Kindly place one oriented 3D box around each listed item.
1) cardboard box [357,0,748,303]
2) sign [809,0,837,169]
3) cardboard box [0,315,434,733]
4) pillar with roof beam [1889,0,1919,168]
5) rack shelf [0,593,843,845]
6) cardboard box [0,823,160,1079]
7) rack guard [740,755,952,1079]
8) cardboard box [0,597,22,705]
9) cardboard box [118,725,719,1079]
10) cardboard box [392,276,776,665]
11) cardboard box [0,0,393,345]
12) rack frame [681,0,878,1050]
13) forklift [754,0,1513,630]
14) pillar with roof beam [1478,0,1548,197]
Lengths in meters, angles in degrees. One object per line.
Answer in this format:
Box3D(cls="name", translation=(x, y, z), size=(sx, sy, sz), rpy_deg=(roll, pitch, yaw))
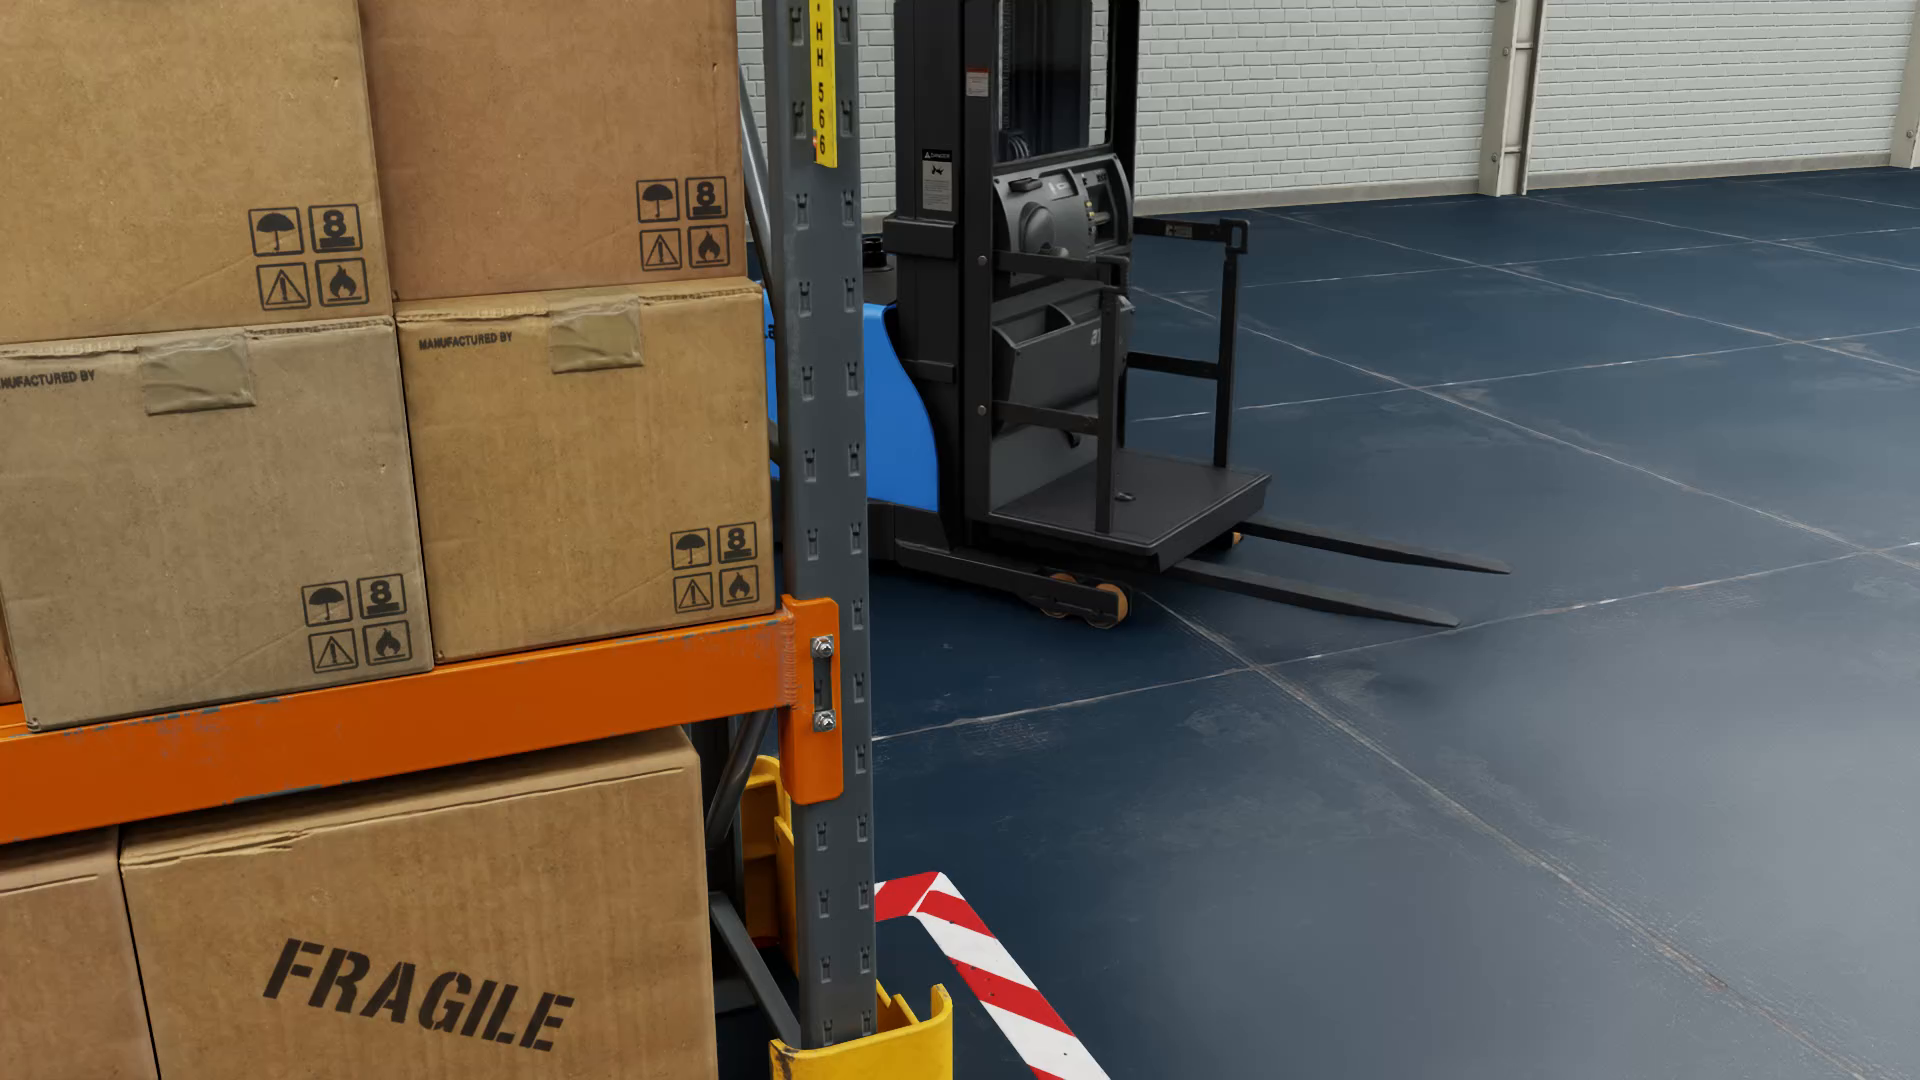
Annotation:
Box3D(cls="cardboard box", translation=(-0.761, -0.768, 2.834), size=(0.550, 0.550, 0.875), rpy_deg=(-8, 21, -22))
Box3D(cls="sign", translation=(-0.203, -0.715, 2.436), size=(0.005, 0.325, 0.100), rpy_deg=(-8, 21, -22))
Box3D(cls="cardboard box", translation=(-1.224, -0.154, 2.716), size=(0.550, 0.550, 0.875), rpy_deg=(-8, 21, -22))
Box3D(cls="pillar with roof beam", translation=(12.809, -7.302, 14.211), size=(0.400, 9.000, 9.100), rpy_deg=(-8, 21, -22))
Box3D(cls="rack shelf", translation=(-2.241, 0.378, 2.515), size=(4.000, 0.370, 1.077), rpy_deg=(-8, 21, -22))
Box3D(cls="cardboard box", translation=(-1.809, 0.805, 2.785), size=(0.875, 0.875, 0.875), rpy_deg=(-9, 21, -23))
Box3D(cls="rack guard", translation=(-0.383, 0.951, 3.567), size=(0.348, 0.500, 1.175), rpy_deg=(-8, 21, -22))
Box3D(cls="cardboard box", translation=(-1.788, -0.118, 2.616), size=(0.550, 0.550, 0.875), rpy_deg=(-8, 21, -22))
Box3D(cls="cardboard box", translation=(-1.001, 0.689, 3.116), size=(0.875, 0.875, 0.875), rpy_deg=(-8, 21, -22))
Box3D(cls="cardboard box", translation=(-0.728, -0.233, 2.940), size=(0.550, 0.550, 0.875), rpy_deg=(-8, 21, -22))
Box3D(cls="cardboard box", translation=(-1.230, -0.667, 2.548), size=(0.550, 0.550, 0.875), rpy_deg=(-8, 21, -22))
Box3D(cls="rack frame", translation=(-0.405, -0.225, 3.143), size=(0.127, 3.000, 1.000), rpy_deg=(-8, 21, -22))
Box3D(cls="forklift", translation=(0.573, -1.255, 6.174), size=(3.031, 2.935, 1.130), rpy_deg=(12, 23, 31))
Box3D(cls="pillar with roof beam", translation=(7.299, -6.513, 11.969), size=(0.400, 9.000, 9.100), rpy_deg=(-8, 21, -22))
